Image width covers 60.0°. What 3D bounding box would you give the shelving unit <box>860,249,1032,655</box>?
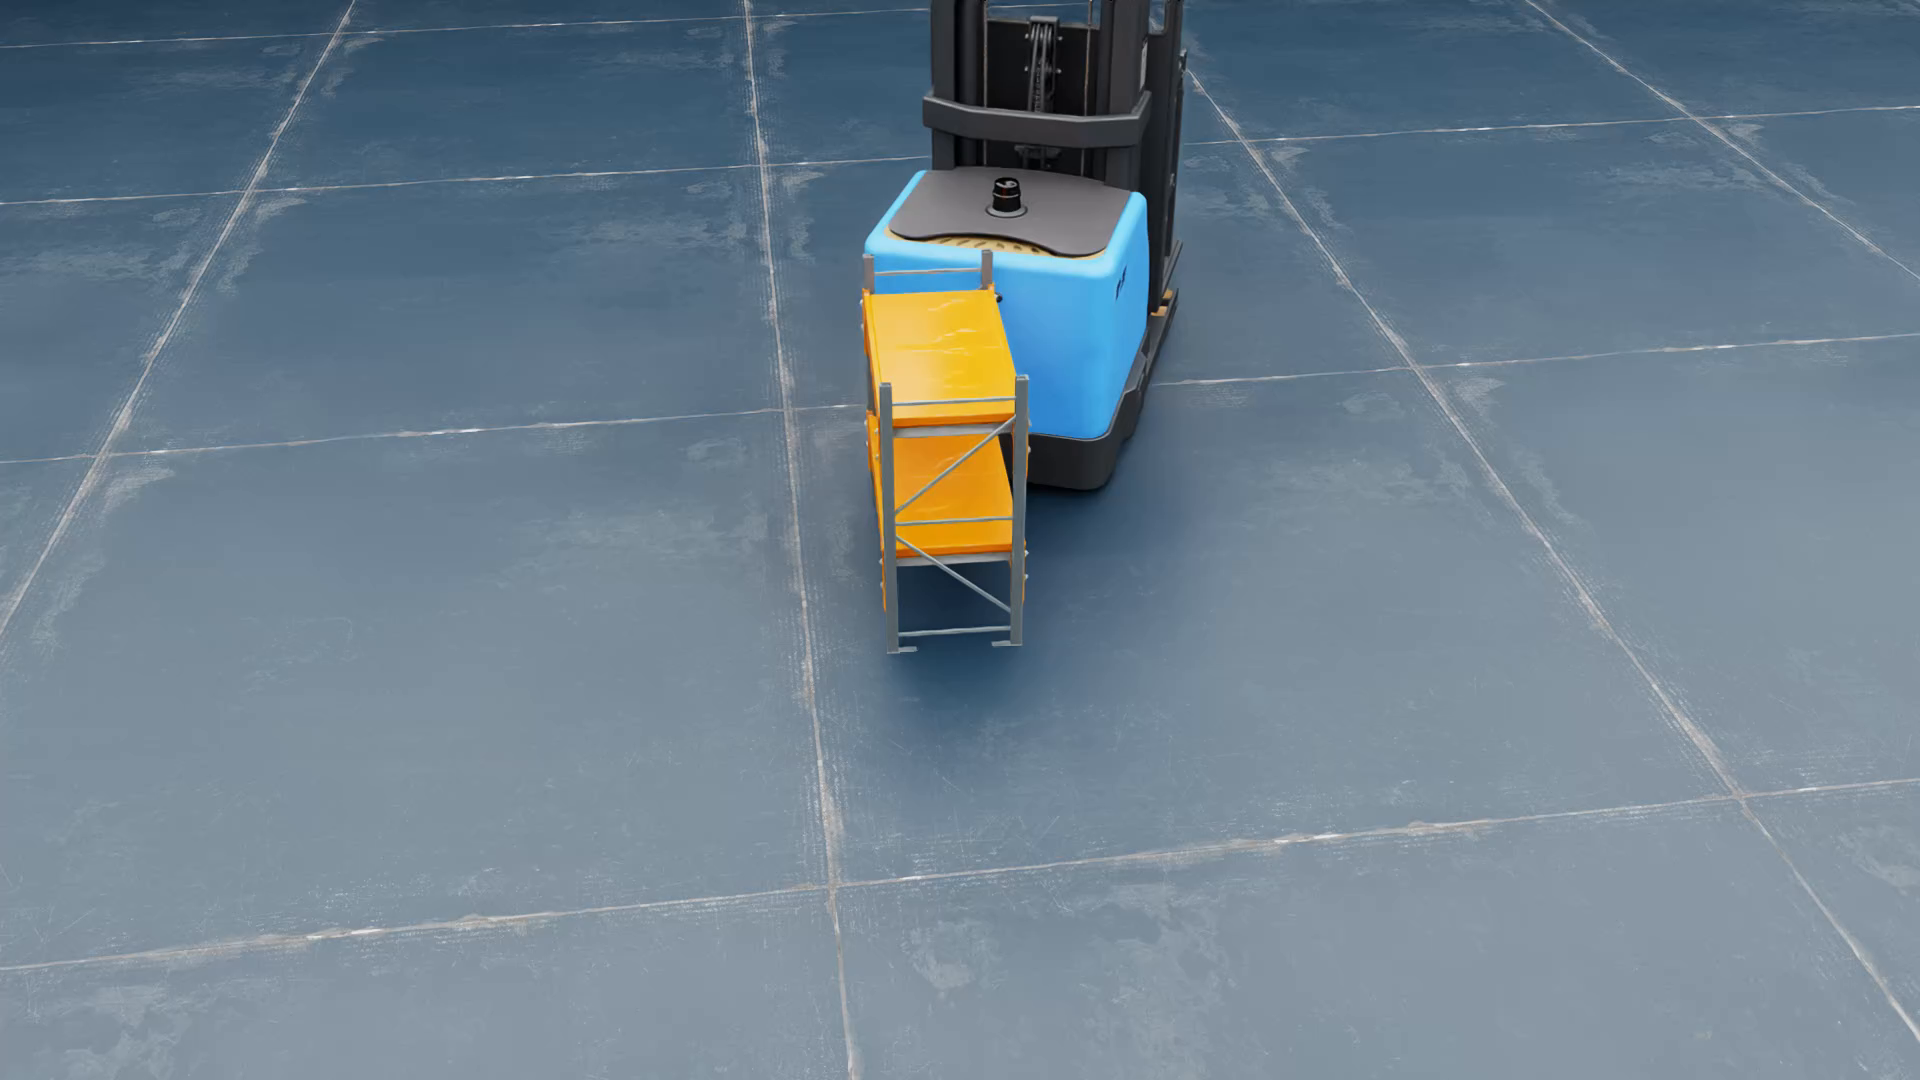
[{"bbox_3d":[-0.071,-0.349,6.263,0.538,1.125,1.048,-3,34,-5],"label":"shelving unit"}]

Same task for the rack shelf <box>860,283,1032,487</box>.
[{"bbox_3d":[-0.071,-0.591,6.099,0.538,0.278,1.000,-3,34,-5],"label":"rack shelf"}]

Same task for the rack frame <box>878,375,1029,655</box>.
[{"bbox_3d":[-0.020,-0.064,5.845,0.500,1.125,0.032,-3,34,-5],"label":"rack frame"}]

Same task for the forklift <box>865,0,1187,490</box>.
[{"bbox_3d":[0.473,-2.246,7.443,1.130,2.935,3.031,8,35,12],"label":"forklift"}]

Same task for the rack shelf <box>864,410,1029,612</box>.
[{"bbox_3d":[-0.071,-0.147,6.401,0.538,0.278,1.000,-3,34,-5],"label":"rack shelf"}]

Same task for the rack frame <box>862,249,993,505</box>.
[{"bbox_3d":[-0.123,-0.634,6.681,0.500,1.125,0.032,-3,34,-5],"label":"rack frame"}]
